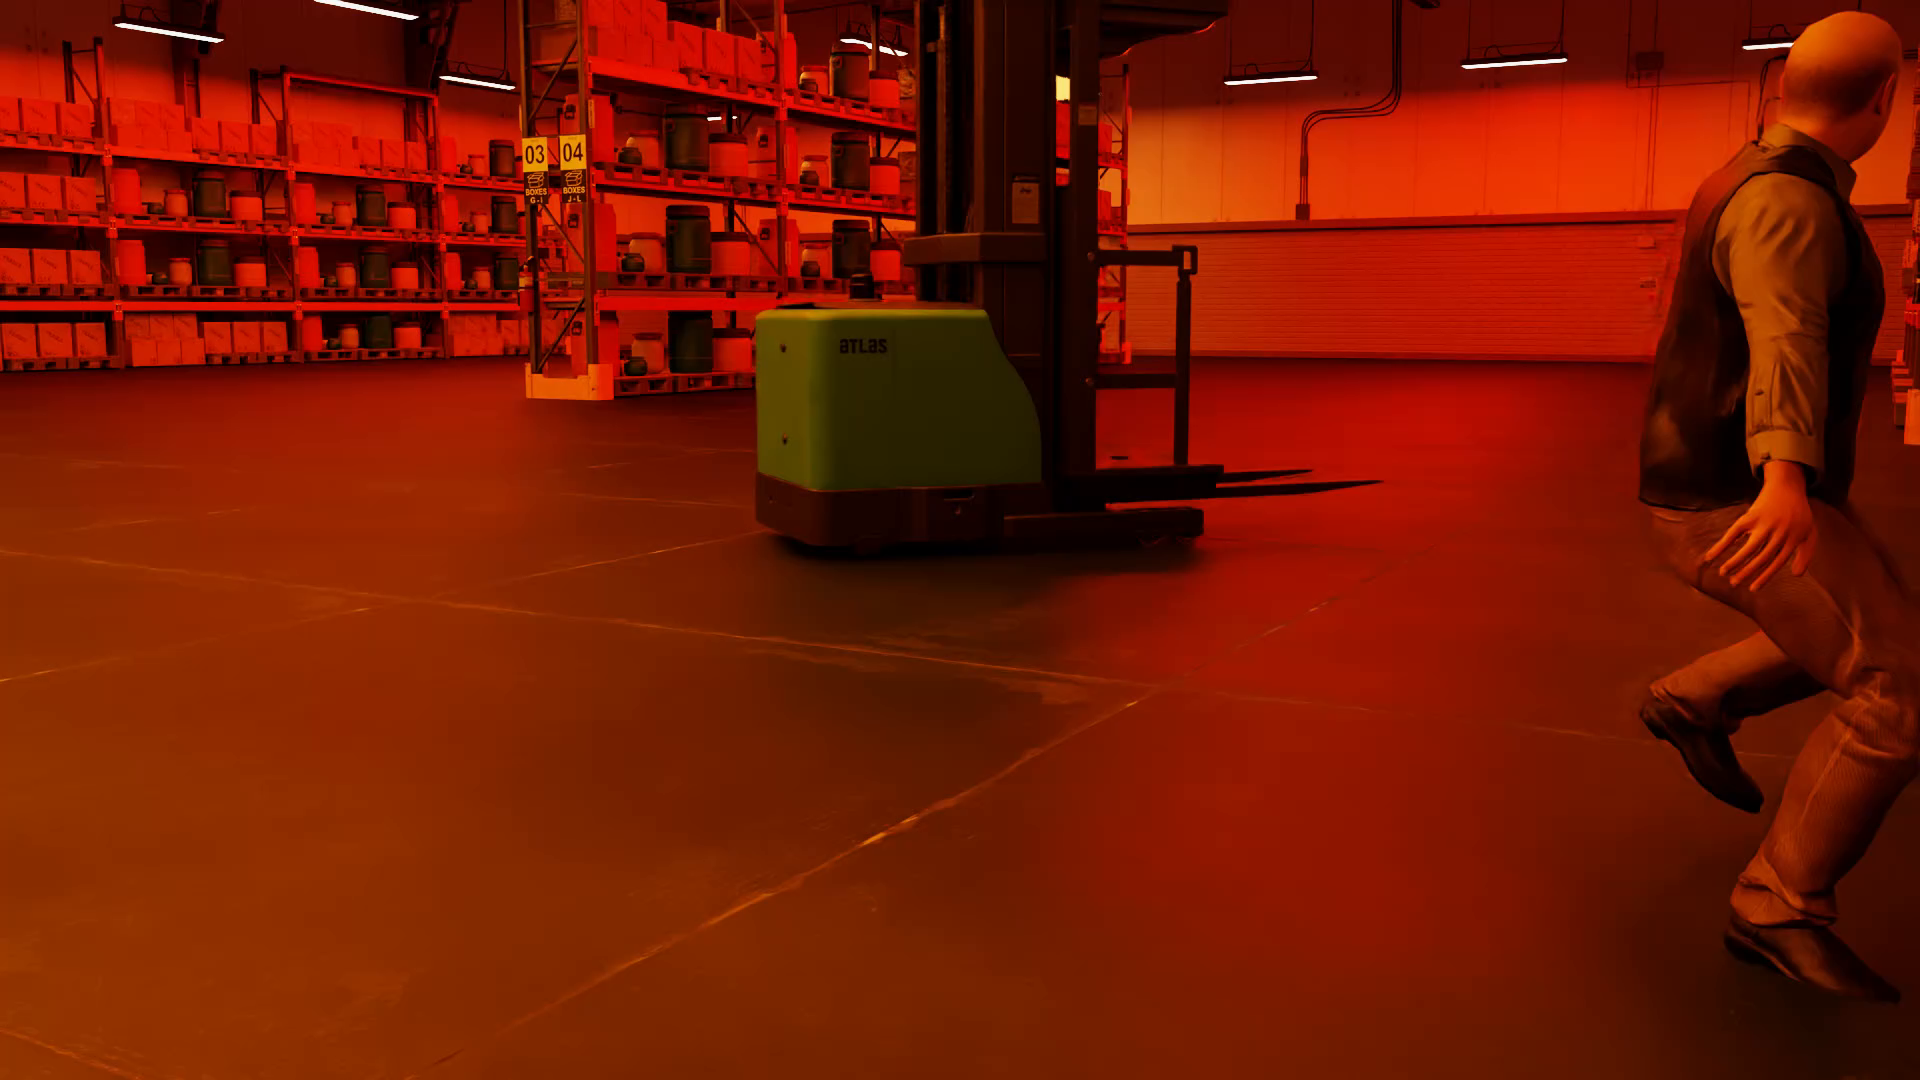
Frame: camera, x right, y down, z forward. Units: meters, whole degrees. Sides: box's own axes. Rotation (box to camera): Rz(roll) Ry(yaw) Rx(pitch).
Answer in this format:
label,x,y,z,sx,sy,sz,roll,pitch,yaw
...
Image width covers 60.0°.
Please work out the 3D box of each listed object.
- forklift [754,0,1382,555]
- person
label,x,y,z,sx,sy,sz,roll,pitch,yaw
forklift,0.591,-1.492,7.900,3.031,2.935,1.130,-3,8,-22
person,1.439,-0.088,2.875,0.503,1.597,1.108,4,9,26
